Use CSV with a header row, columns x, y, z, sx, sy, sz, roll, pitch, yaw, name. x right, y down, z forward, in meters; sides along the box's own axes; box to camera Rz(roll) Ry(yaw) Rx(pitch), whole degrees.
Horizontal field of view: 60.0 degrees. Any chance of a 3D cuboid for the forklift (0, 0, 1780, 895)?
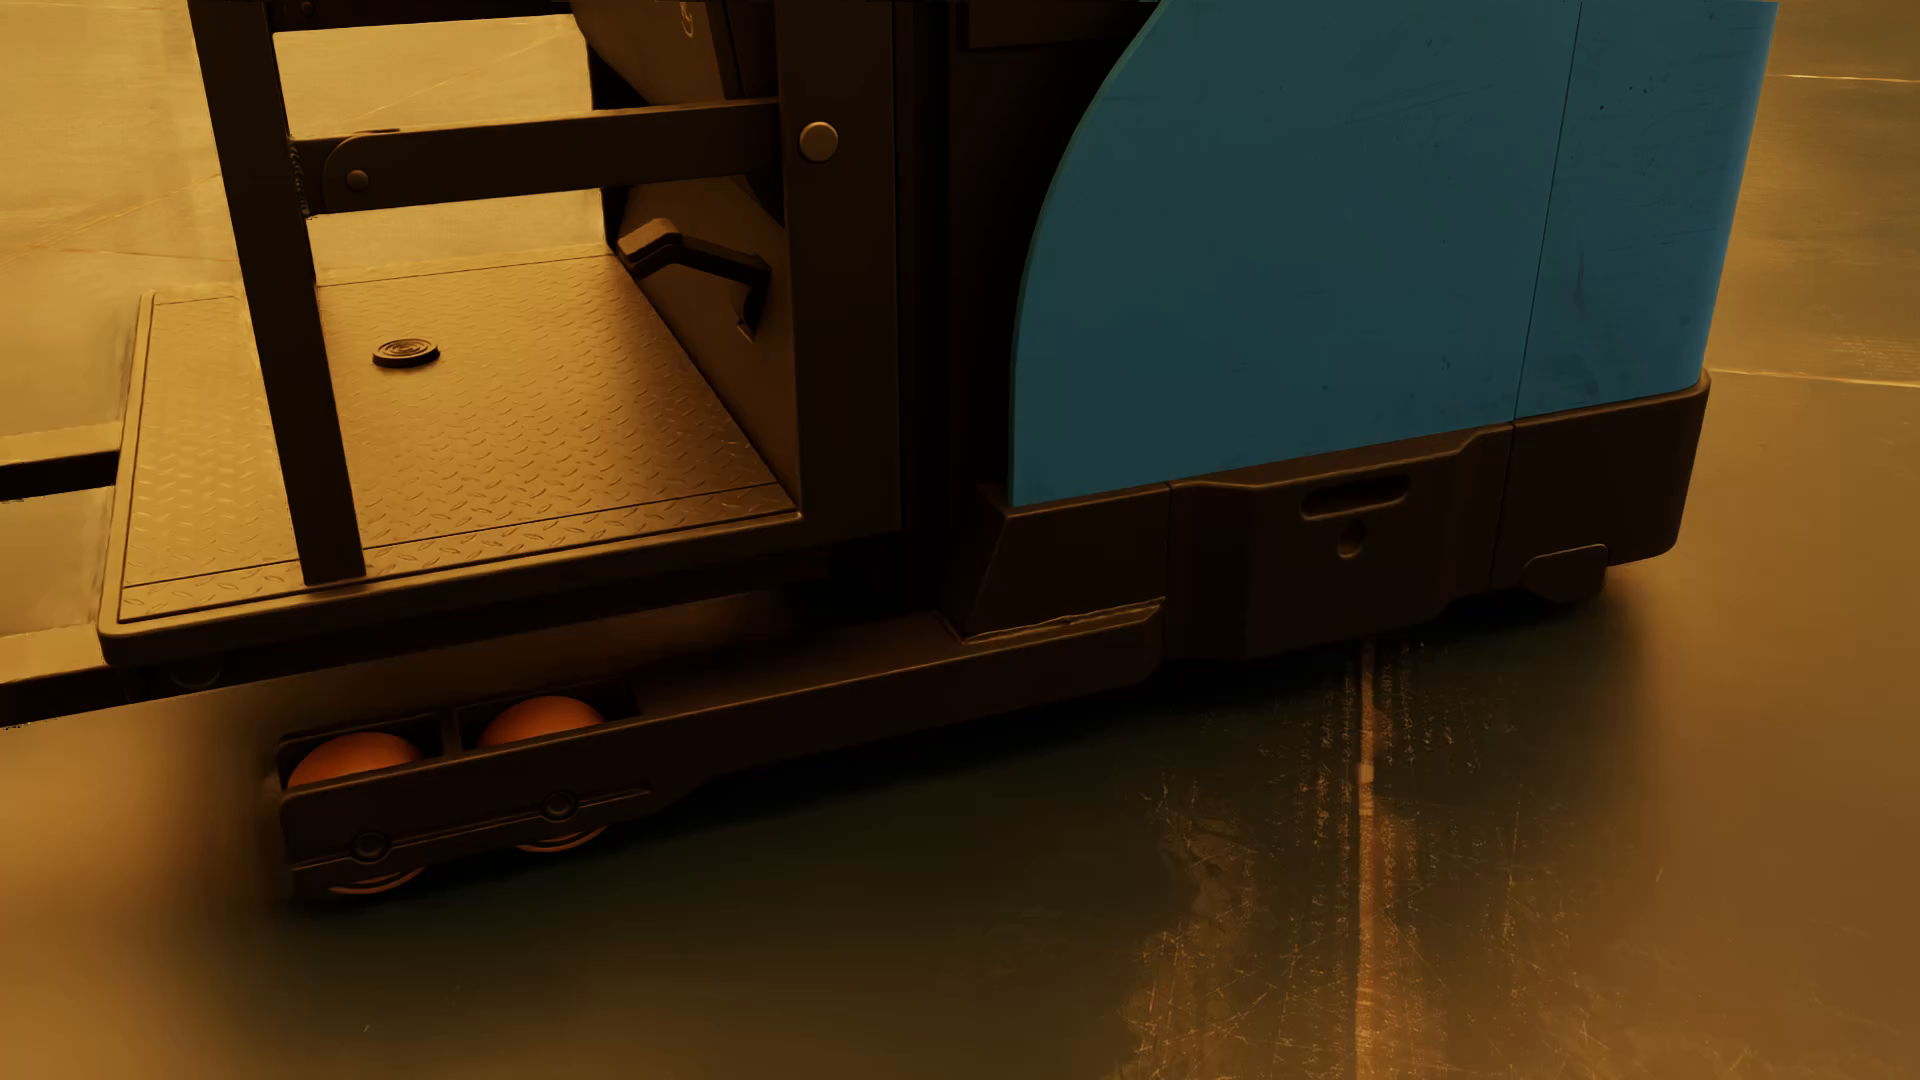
x,y,z,sx,sy,sz,roll,pitch,yaw,name
-0.551,-1.204,1.633,3.031,2.935,1.130,-10,29,-19,forklift
